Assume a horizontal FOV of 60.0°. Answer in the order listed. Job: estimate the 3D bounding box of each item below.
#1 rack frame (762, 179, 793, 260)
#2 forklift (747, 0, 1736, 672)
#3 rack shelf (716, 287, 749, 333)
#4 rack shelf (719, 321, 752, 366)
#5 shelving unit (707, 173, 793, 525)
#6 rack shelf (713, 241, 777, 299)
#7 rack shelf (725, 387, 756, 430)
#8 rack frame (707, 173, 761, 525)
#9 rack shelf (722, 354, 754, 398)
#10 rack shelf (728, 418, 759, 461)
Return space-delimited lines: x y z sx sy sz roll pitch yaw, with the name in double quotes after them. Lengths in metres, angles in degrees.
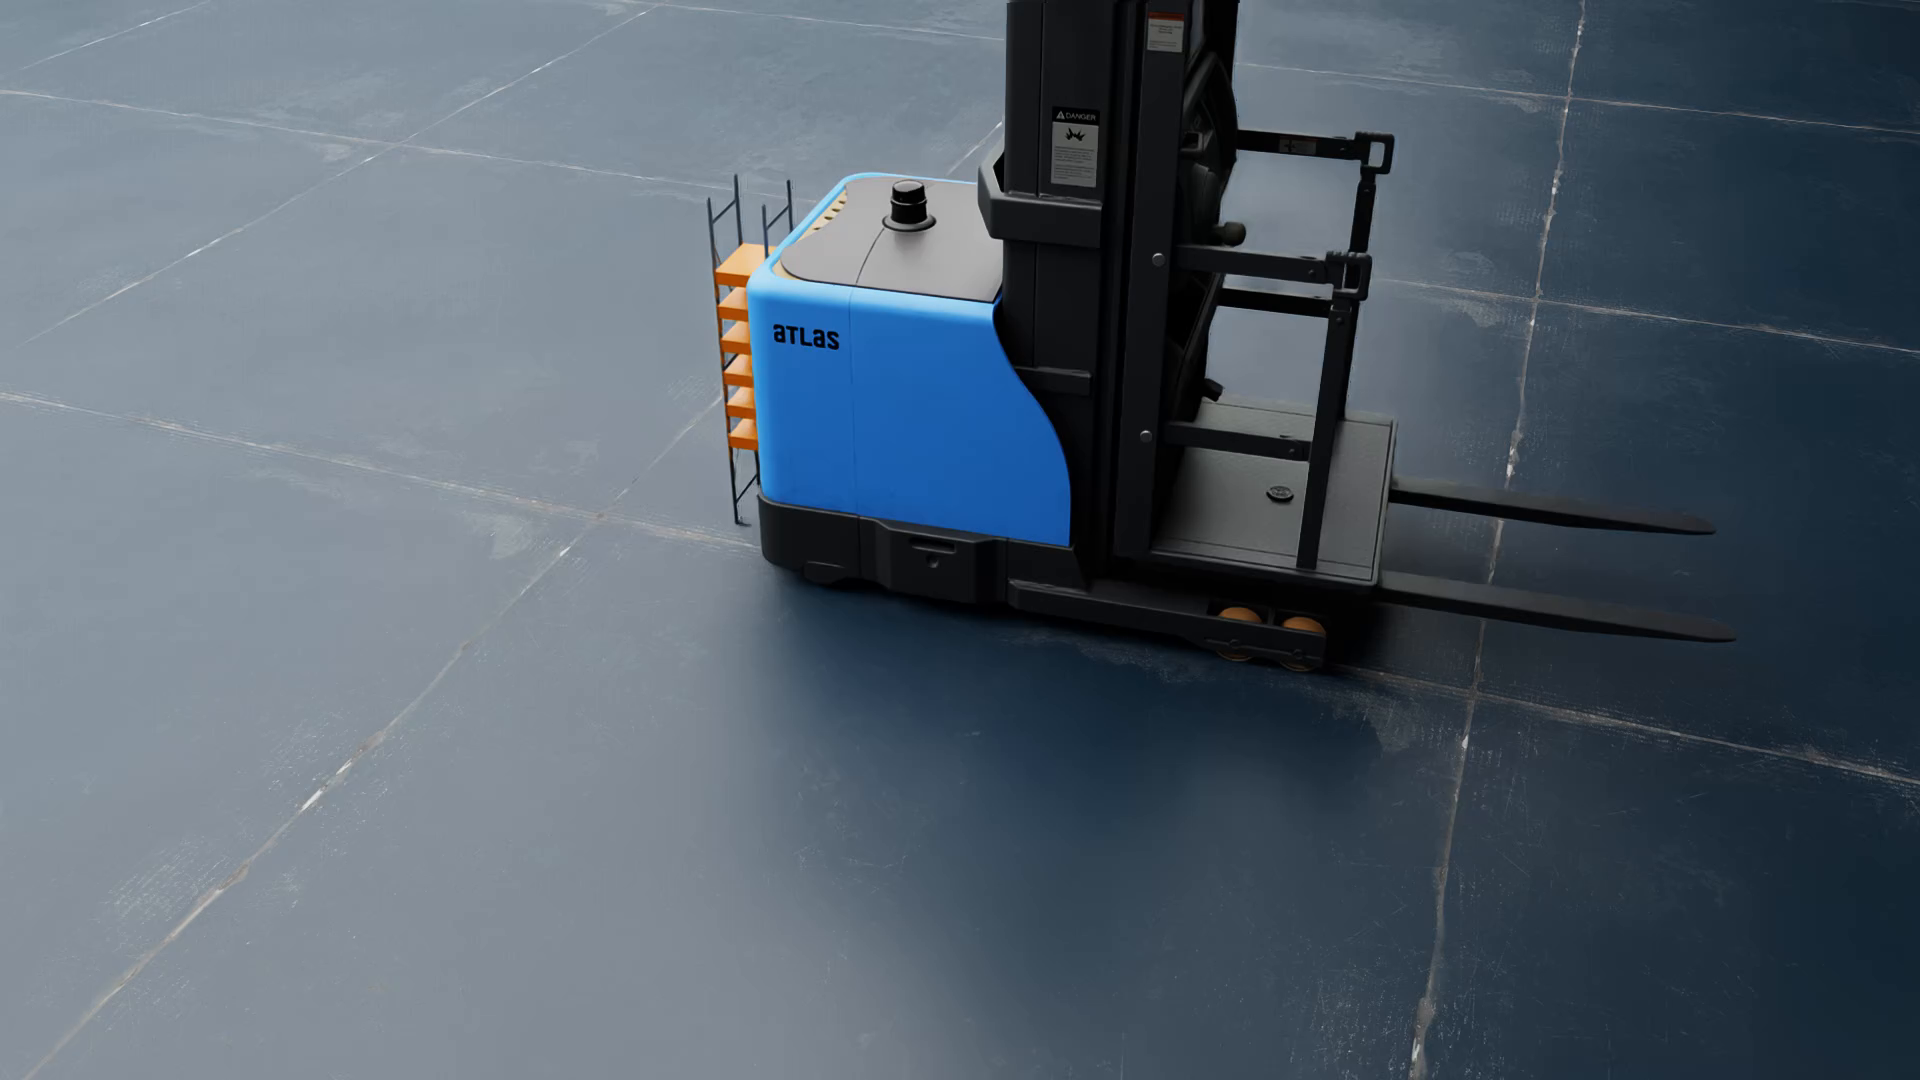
-0.578 -0.592 5.560 0.006 1.200 0.240 9 34 13 "rack frame"
0.913 -1.148 4.826 3.031 2.935 1.130 9 34 13 "forklift"
-0.666 -0.769 5.475 0.180 0.103 0.258 9 34 13 "rack shelf"
-0.666 -0.668 5.540 0.180 0.103 0.258 9 34 13 "rack shelf"
-0.666 -0.605 5.581 0.189 1.200 0.258 9 34 13 "shelving unit"
-0.666 -0.870 5.410 0.180 0.103 0.258 9 34 13 "rack shelf"
-0.666 -0.467 5.670 0.180 0.103 0.258 9 34 13 "rack shelf"
-0.755 -0.618 5.602 0.006 1.200 0.240 9 34 13 "rack frame"
-0.666 -0.568 5.605 0.180 0.103 0.258 9 34 13 "rack shelf"
-0.666 -0.366 5.735 0.180 0.103 0.258 9 34 13 "rack shelf"
